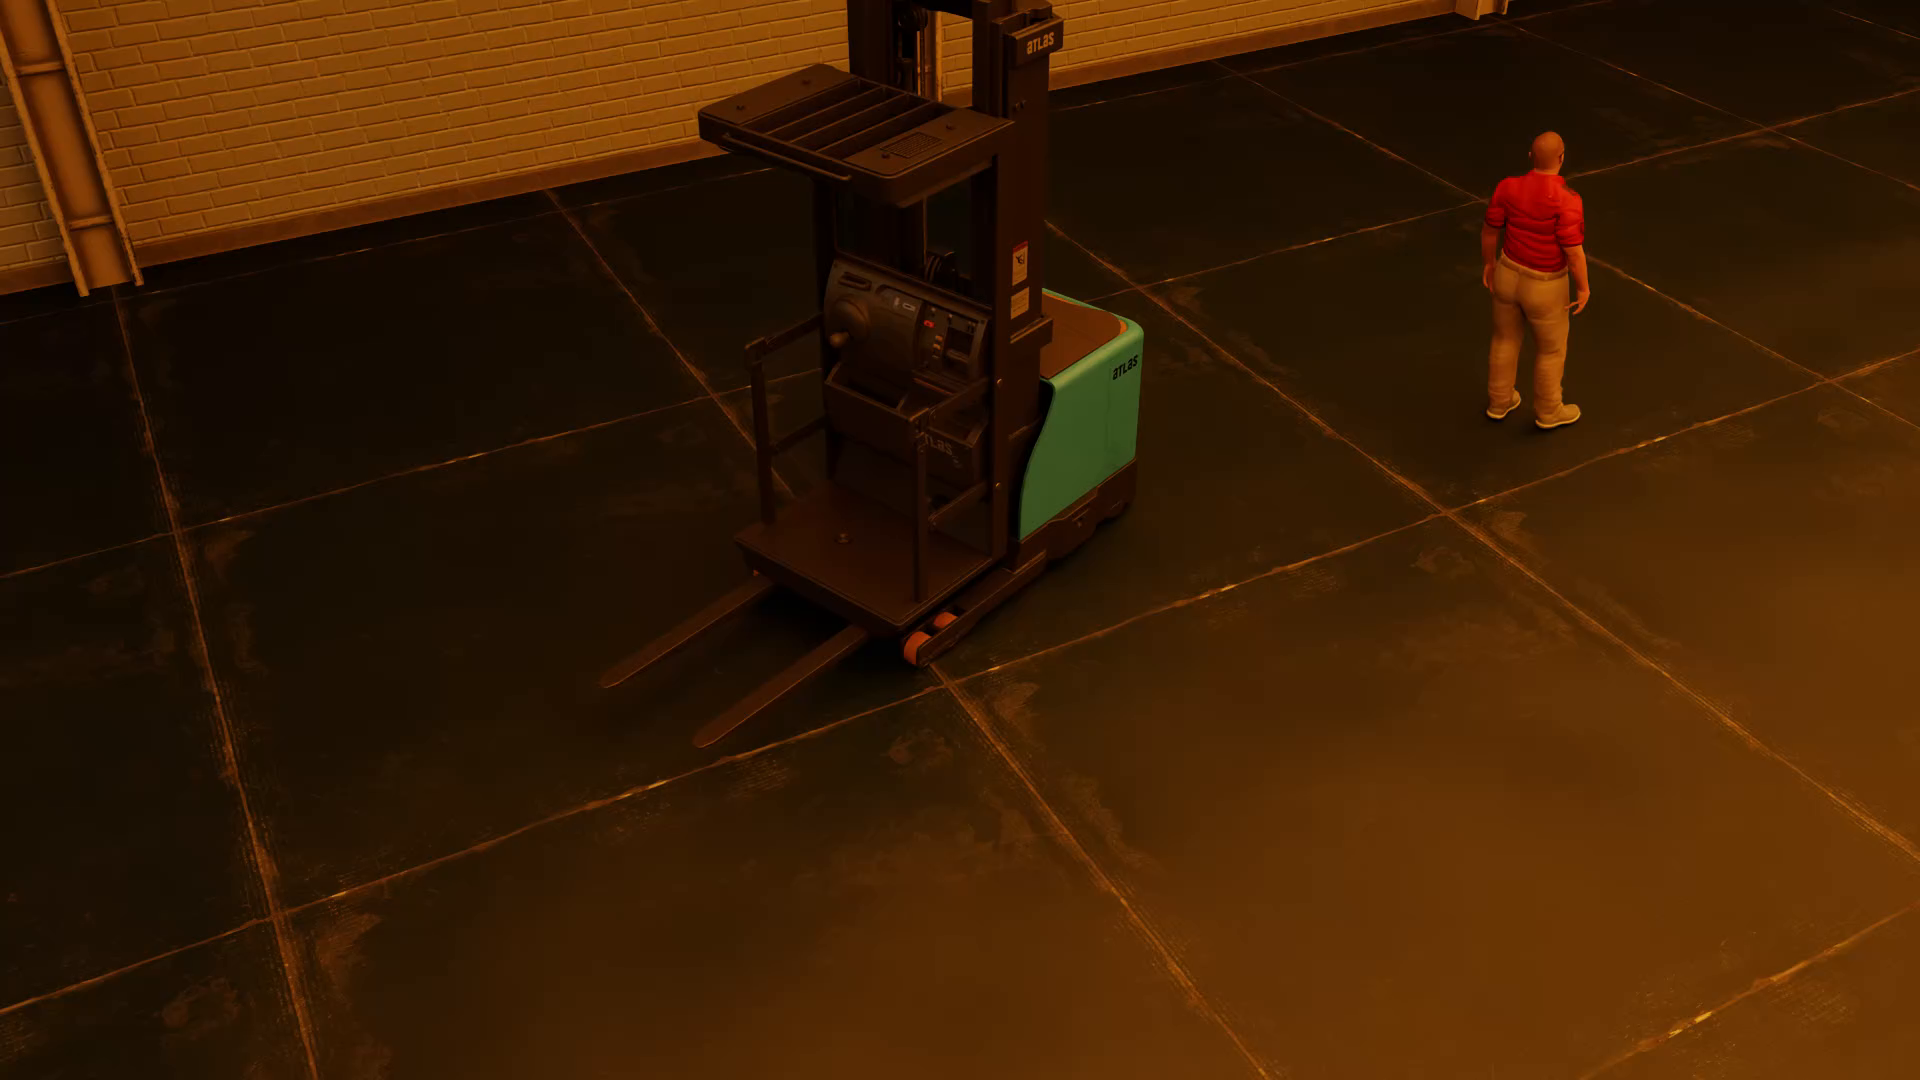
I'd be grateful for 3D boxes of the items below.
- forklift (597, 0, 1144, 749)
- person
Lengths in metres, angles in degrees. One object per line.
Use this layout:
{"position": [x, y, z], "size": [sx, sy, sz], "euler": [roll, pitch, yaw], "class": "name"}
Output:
{"position": [-0.390, -0.927, 7.434], "size": [1.130, 2.935, 3.031], "euler": [26, 43, 31], "class": "forklift"}
{"position": [3.212, -1.448, 9.201], "size": [0.551, 1.727, 0.638], "euler": [-29, 44, -34], "class": "person"}
